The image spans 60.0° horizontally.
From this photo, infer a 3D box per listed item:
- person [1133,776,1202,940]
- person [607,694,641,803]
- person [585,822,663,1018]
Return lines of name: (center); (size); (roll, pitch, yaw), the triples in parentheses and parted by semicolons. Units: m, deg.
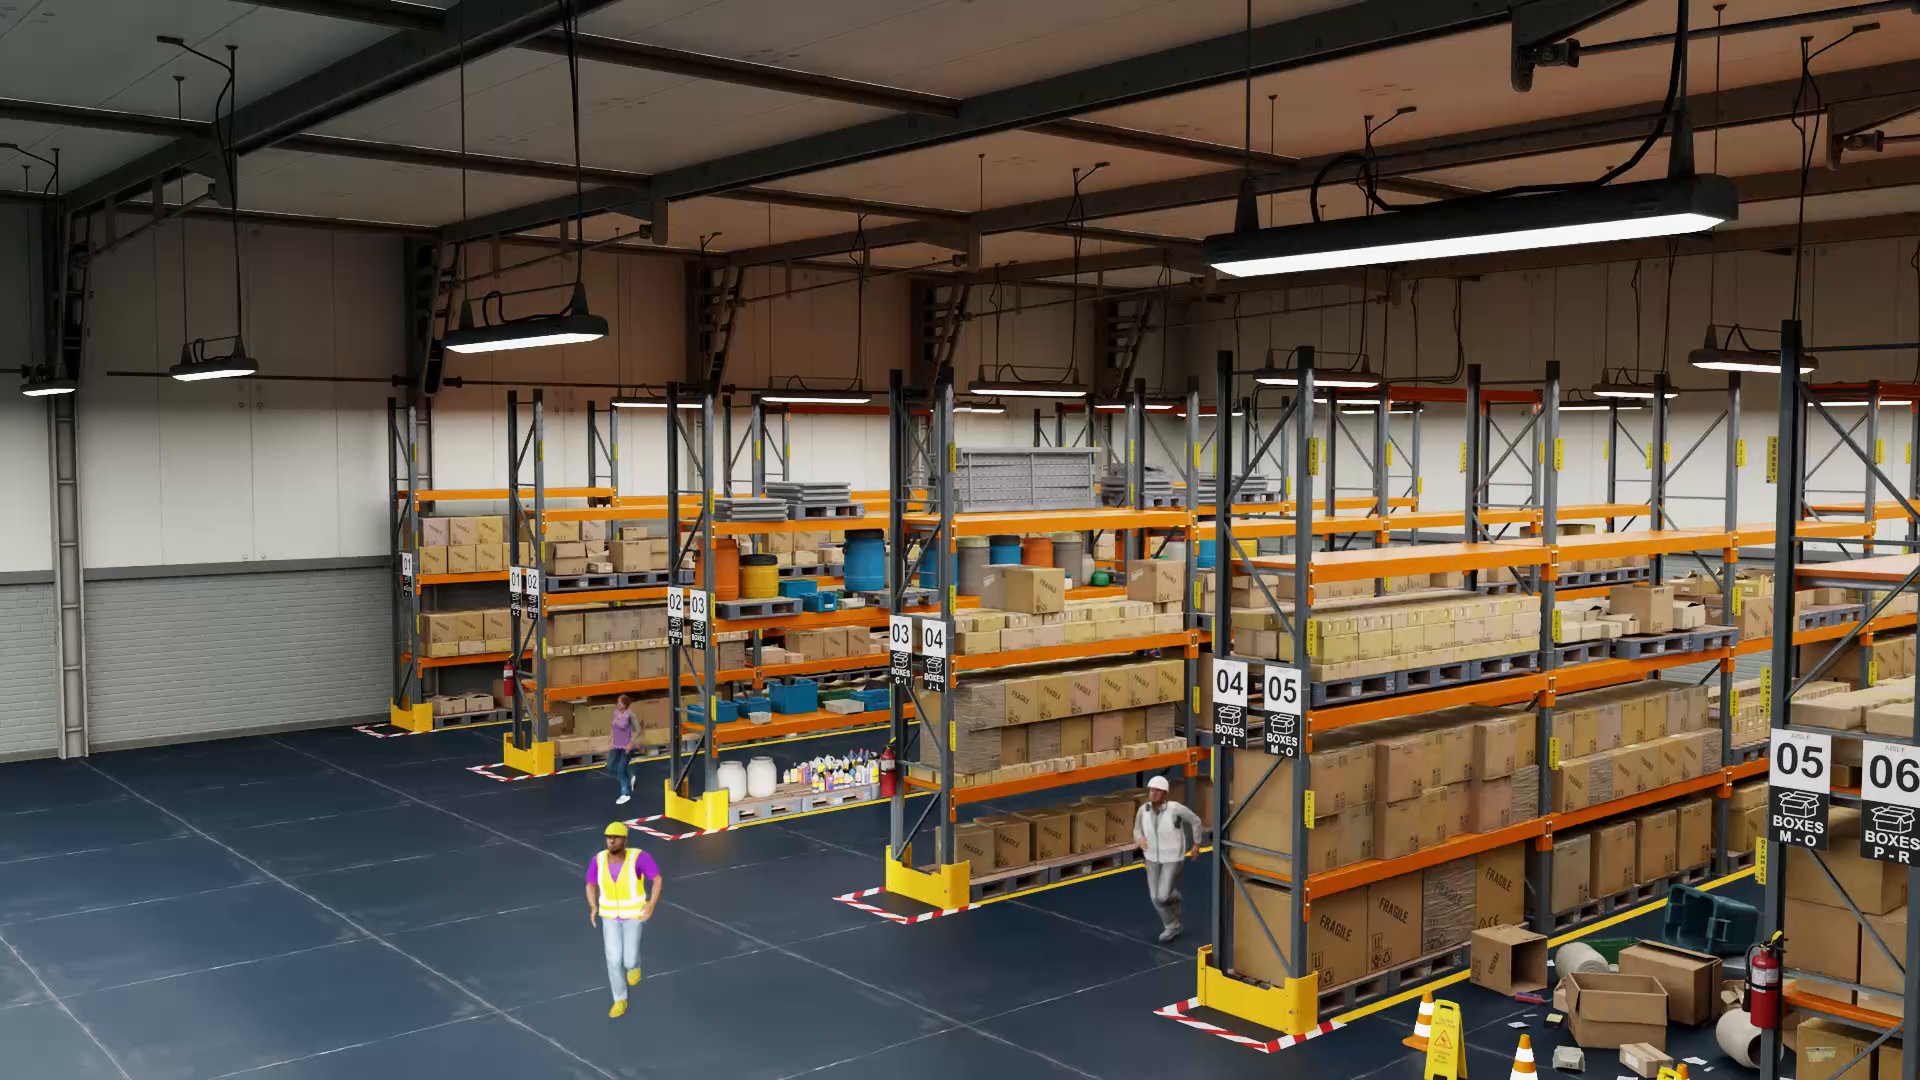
person: (2.103, 3.303, 17.219); (0.691, 1.717, 0.630); (2, 4, 30)
person: (-4.848, 3.009, 23.956); (0.570, 1.546, 0.492); (2, 4, 35)
person: (-3.069, 3.419, 15.223); (0.704, 1.750, 0.650); (0, 3, 2)
